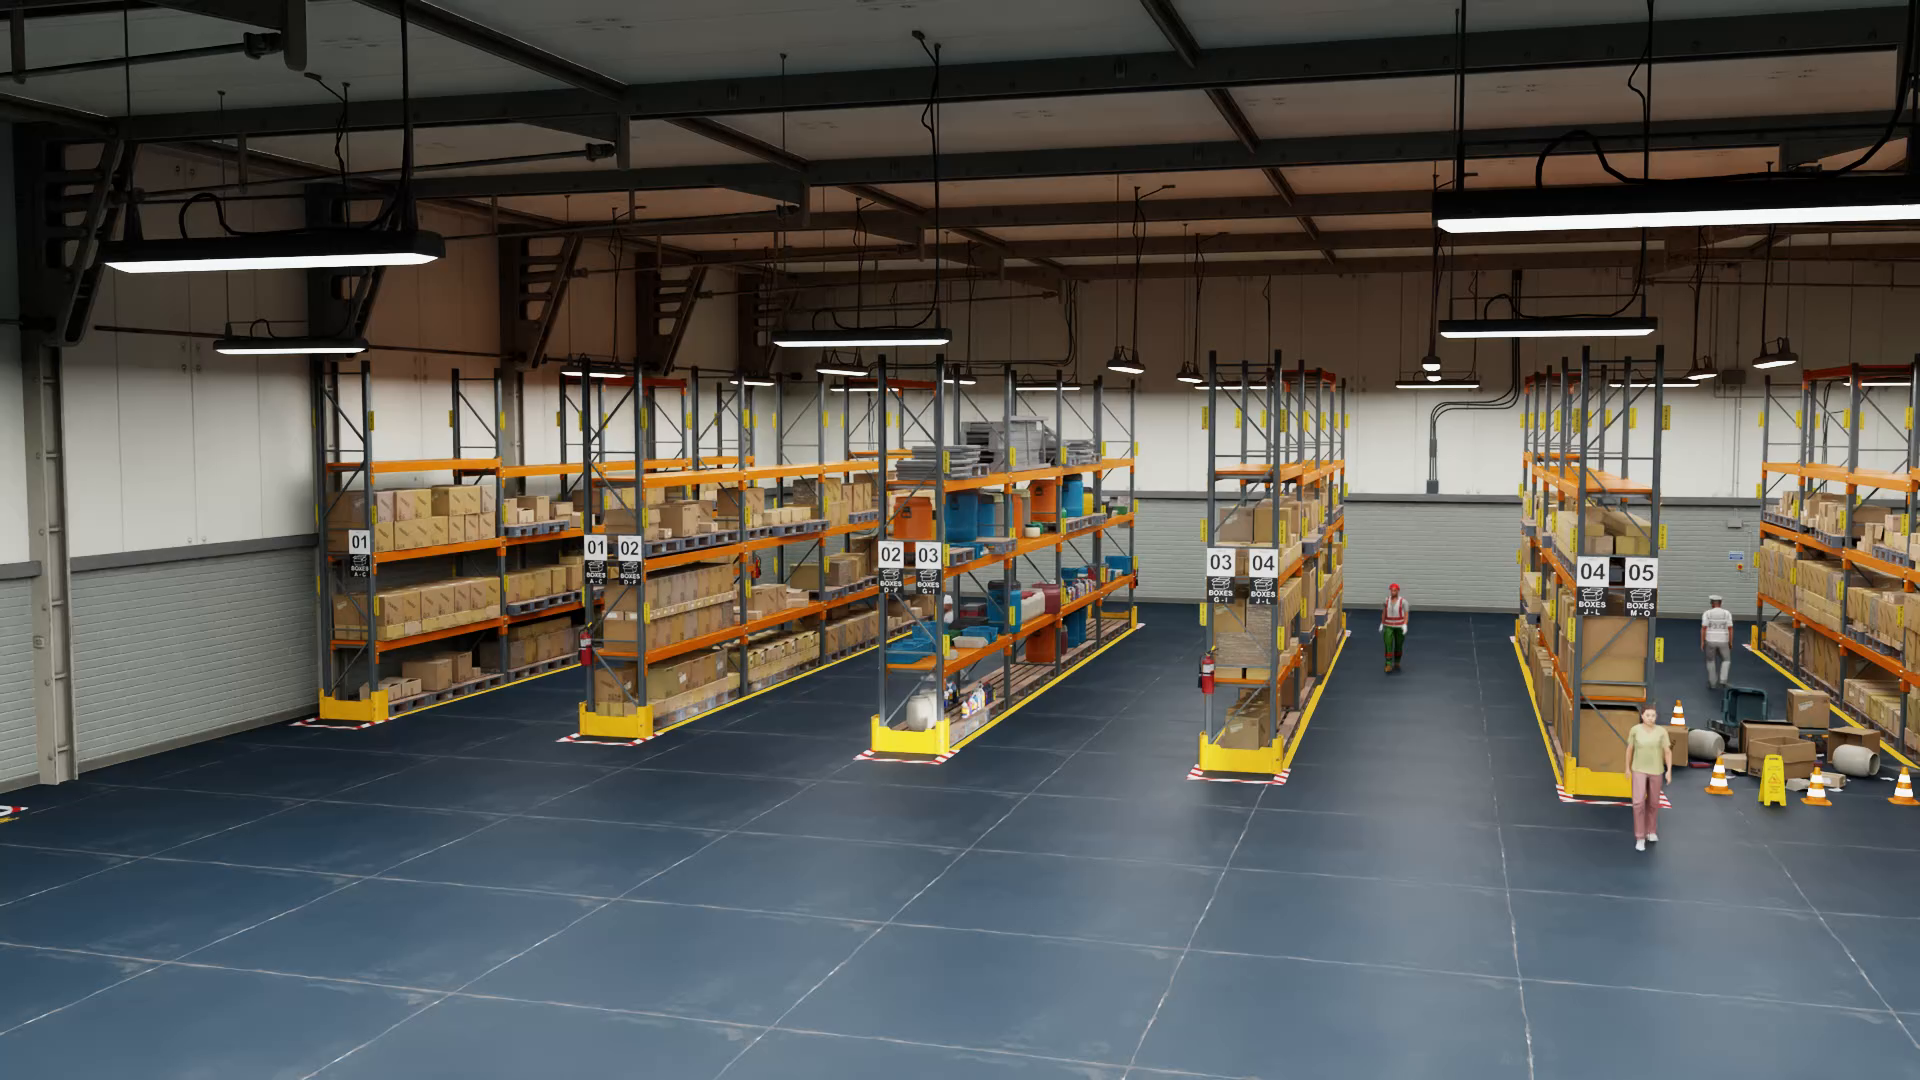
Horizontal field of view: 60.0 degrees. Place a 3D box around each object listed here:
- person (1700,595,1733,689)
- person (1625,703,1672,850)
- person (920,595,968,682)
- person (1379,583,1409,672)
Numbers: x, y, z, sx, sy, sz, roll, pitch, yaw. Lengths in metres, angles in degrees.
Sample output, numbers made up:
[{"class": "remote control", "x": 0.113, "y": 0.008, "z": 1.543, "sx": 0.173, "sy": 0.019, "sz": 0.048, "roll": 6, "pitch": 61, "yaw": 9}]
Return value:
[{"class": "person", "x": 14.144, "y": 1.913, "z": 31.067, "sx": 0.575, "sy": 1.753, "sz": 0.548, "roll": 1, "pitch": 4, "yaw": 15}, {"class": "person", "x": 8.136, "y": 2.776, "z": 19.644, "sx": 0.501, "sy": 1.702, "sz": 0.639, "roll": 1, "pitch": 4, "yaw": 18}, {"class": "person", "x": -0.283, "y": 1.786, "z": 30.218, "sx": 0.876, "sy": 1.585, "sz": 0.609, "roll": 0, "pitch": 4, "yaw": 6}, {"class": "person", "x": 8.683, "y": 1.728, "z": 33.275, "sx": 0.585, "sy": 1.724, "sz": 1.034, "roll": 1, "pitch": 4, "yaw": 17}]
